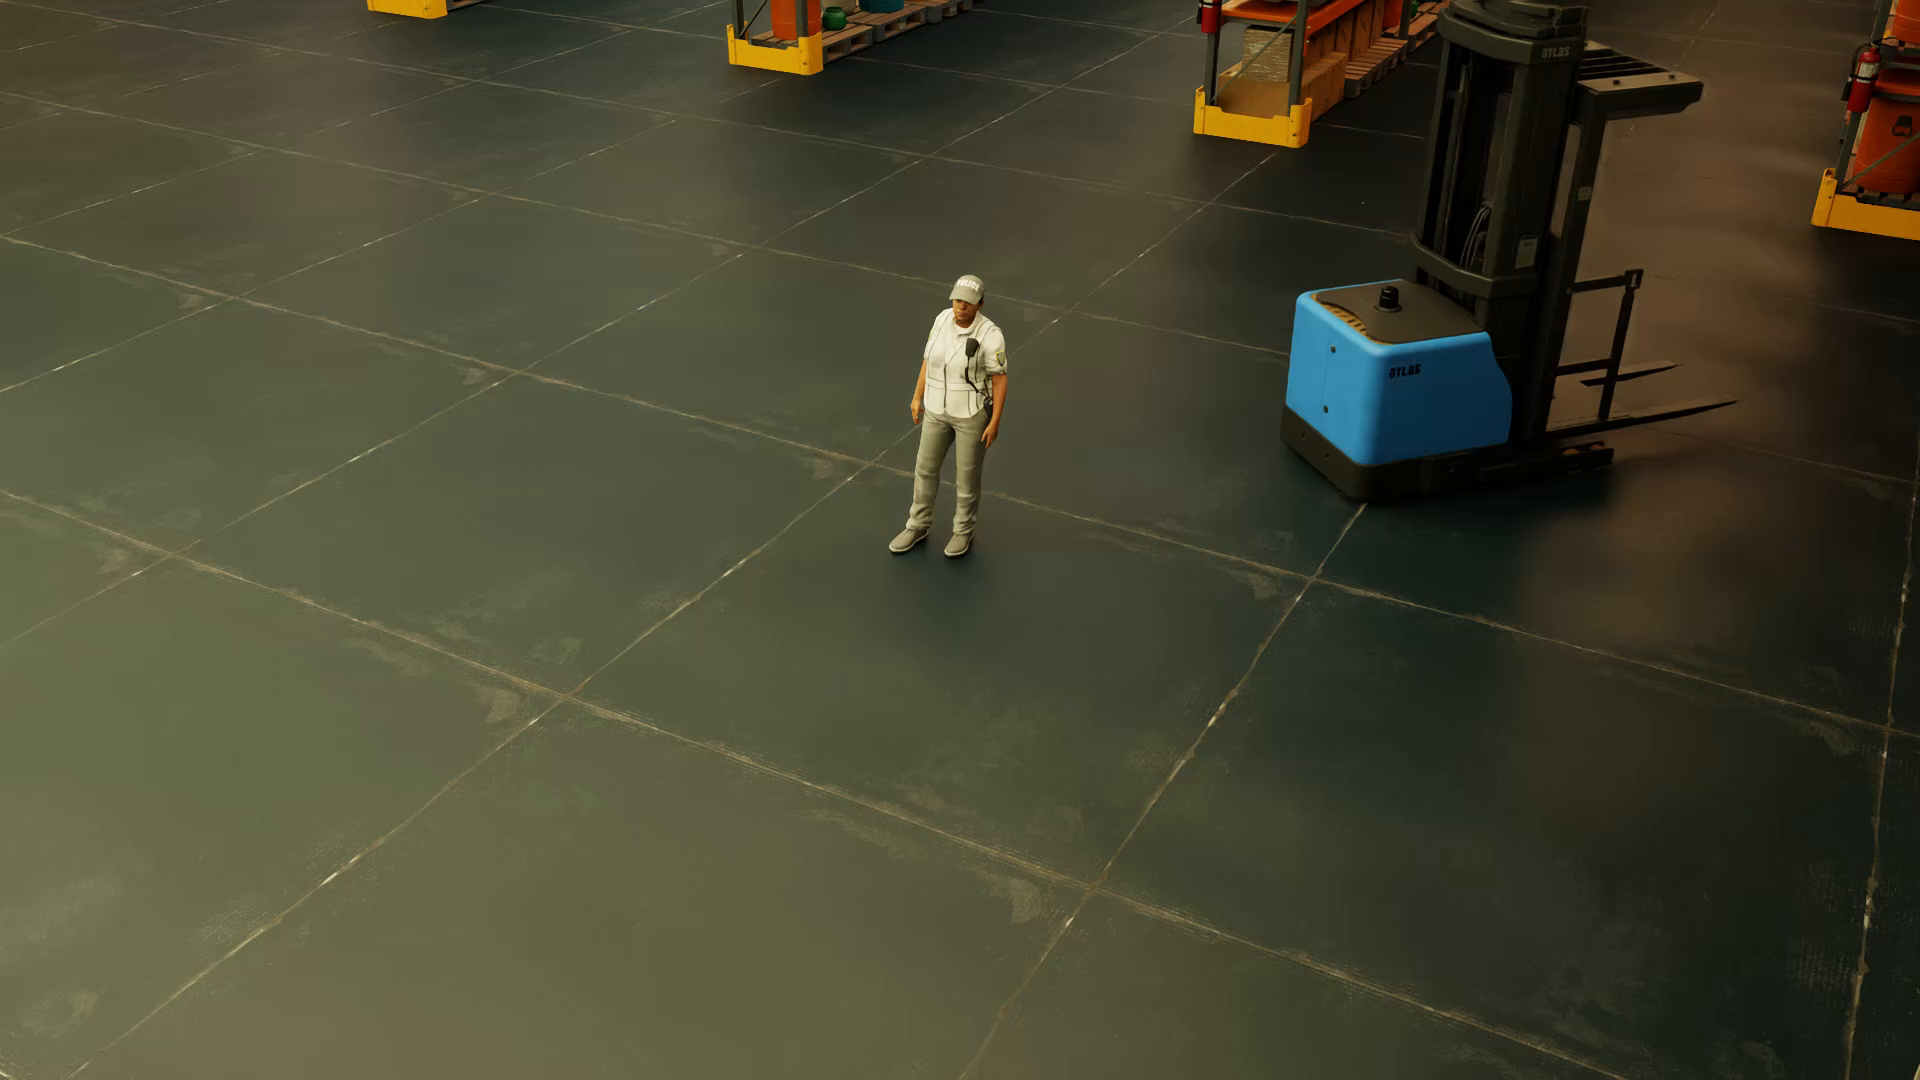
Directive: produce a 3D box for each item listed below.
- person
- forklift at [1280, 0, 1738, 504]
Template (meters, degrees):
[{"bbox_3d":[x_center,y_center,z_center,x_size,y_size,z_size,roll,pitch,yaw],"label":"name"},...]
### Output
[{"bbox_3d":[-0.057,-0.700,9.534,0.598,1.670,0.529,15,33,25],"label":"person"},{"bbox_3d":[3.701,-1.930,10.415,3.031,2.935,1.130,-10,31,-16],"label":"forklift"}]
